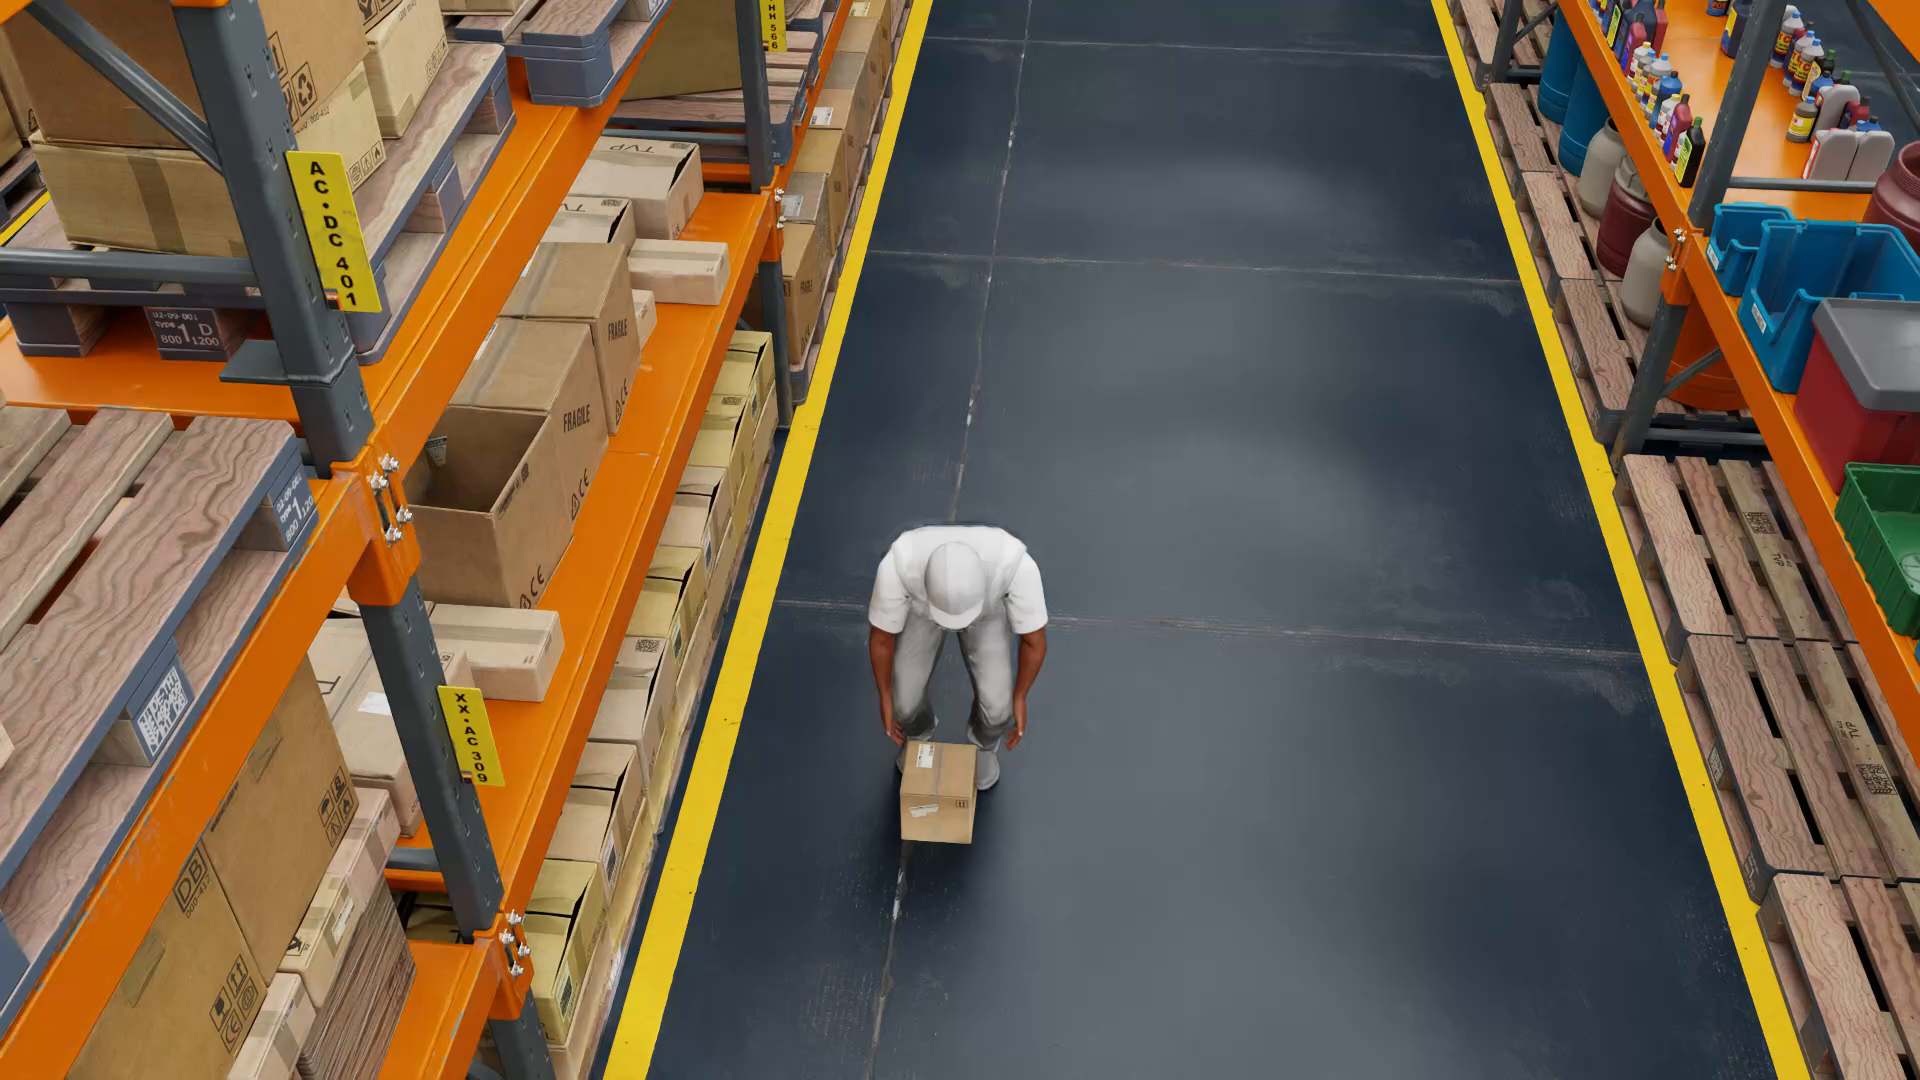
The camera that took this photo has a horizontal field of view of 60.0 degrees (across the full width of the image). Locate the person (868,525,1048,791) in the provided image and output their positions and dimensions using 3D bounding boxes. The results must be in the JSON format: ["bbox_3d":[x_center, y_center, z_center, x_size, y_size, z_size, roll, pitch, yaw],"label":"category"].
[{"bbox_3d":[0.002,0.369,6.024,0.631,1.346,0.790,3,40,4],"label":"person"}]
